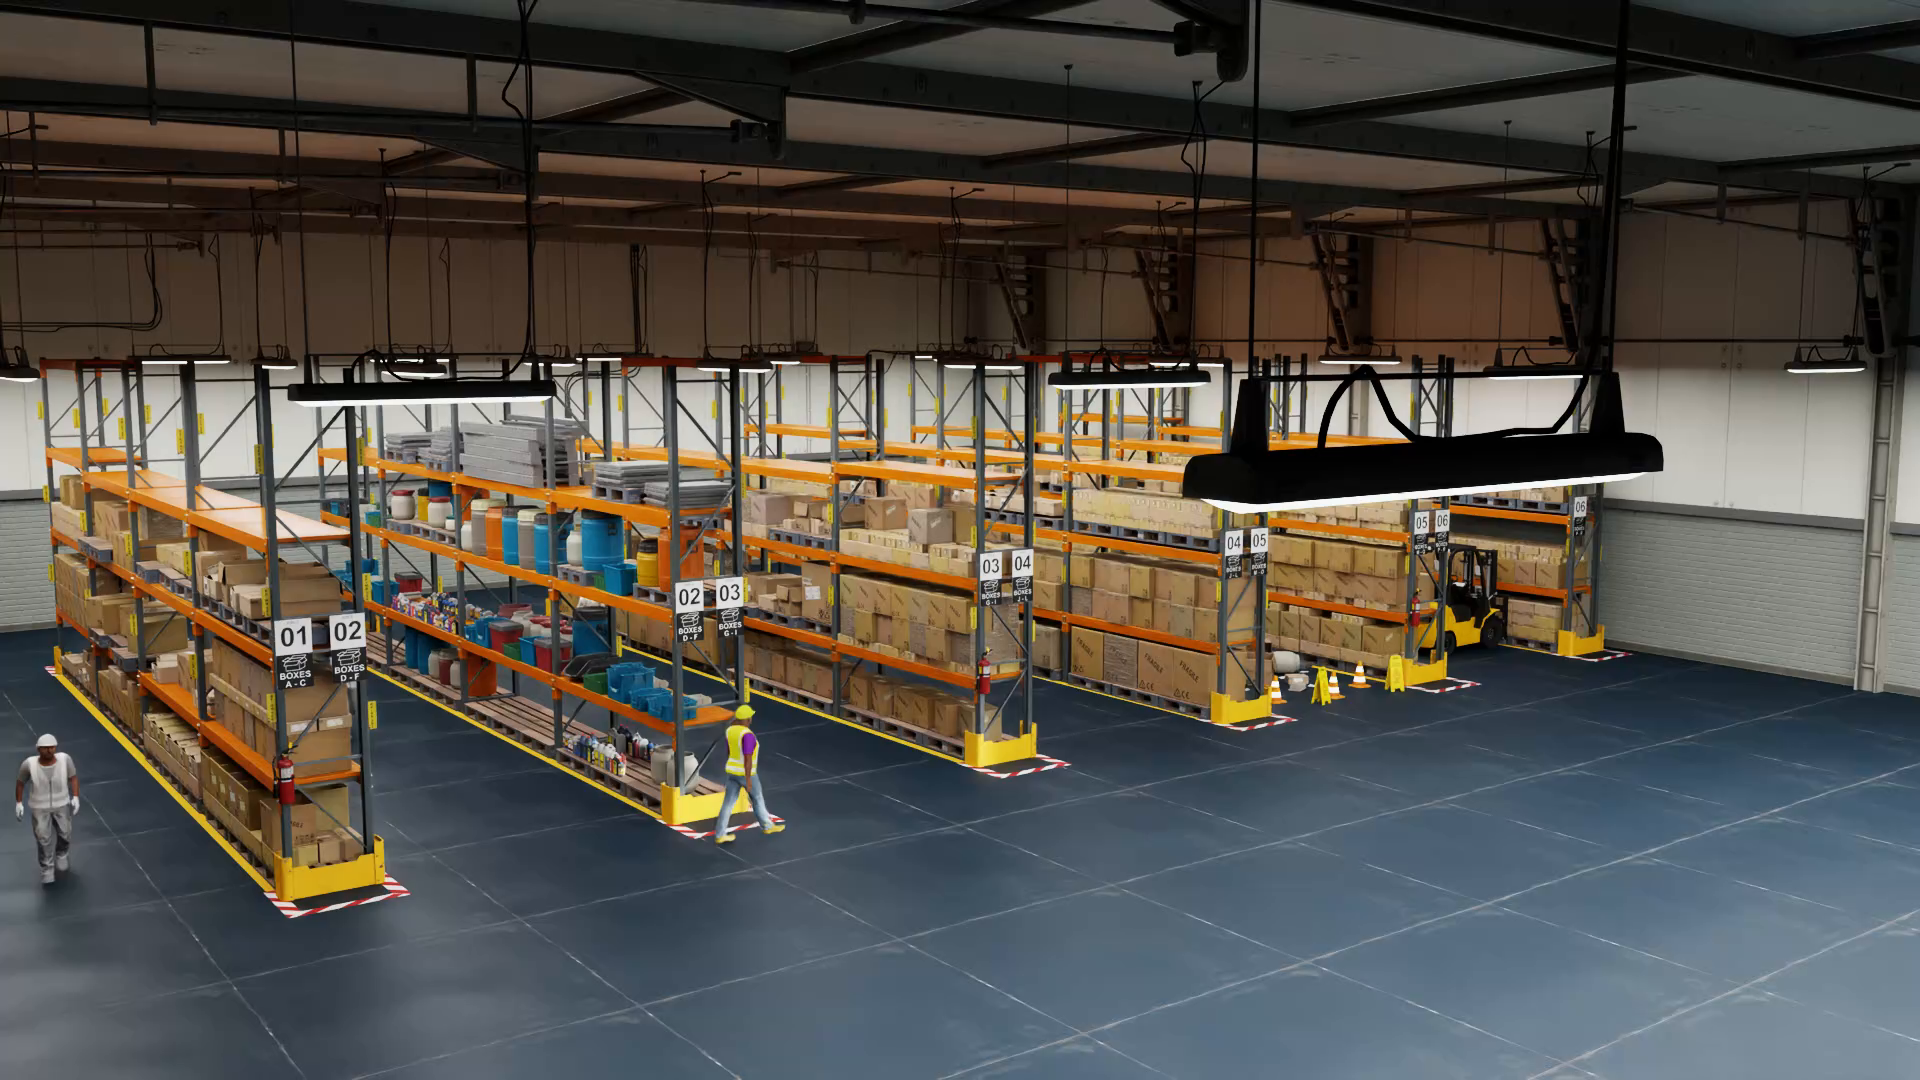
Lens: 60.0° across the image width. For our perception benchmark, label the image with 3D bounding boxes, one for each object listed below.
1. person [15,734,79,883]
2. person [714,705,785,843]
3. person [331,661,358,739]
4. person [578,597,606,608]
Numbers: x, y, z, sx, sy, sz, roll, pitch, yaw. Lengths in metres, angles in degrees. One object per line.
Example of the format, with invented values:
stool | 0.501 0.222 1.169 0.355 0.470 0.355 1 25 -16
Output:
person | -10.783 3.125 19.626 0.663 1.757 0.665 -5 9 -38
person | -2.720 2.928 21.103 0.610 1.700 1.014 6 9 41
person | -9.831 2.323 26.624 0.485 1.617 0.828 -6 9 -39
person | -7.304 1.587 32.993 0.621 1.599 0.702 -3 7 -23
